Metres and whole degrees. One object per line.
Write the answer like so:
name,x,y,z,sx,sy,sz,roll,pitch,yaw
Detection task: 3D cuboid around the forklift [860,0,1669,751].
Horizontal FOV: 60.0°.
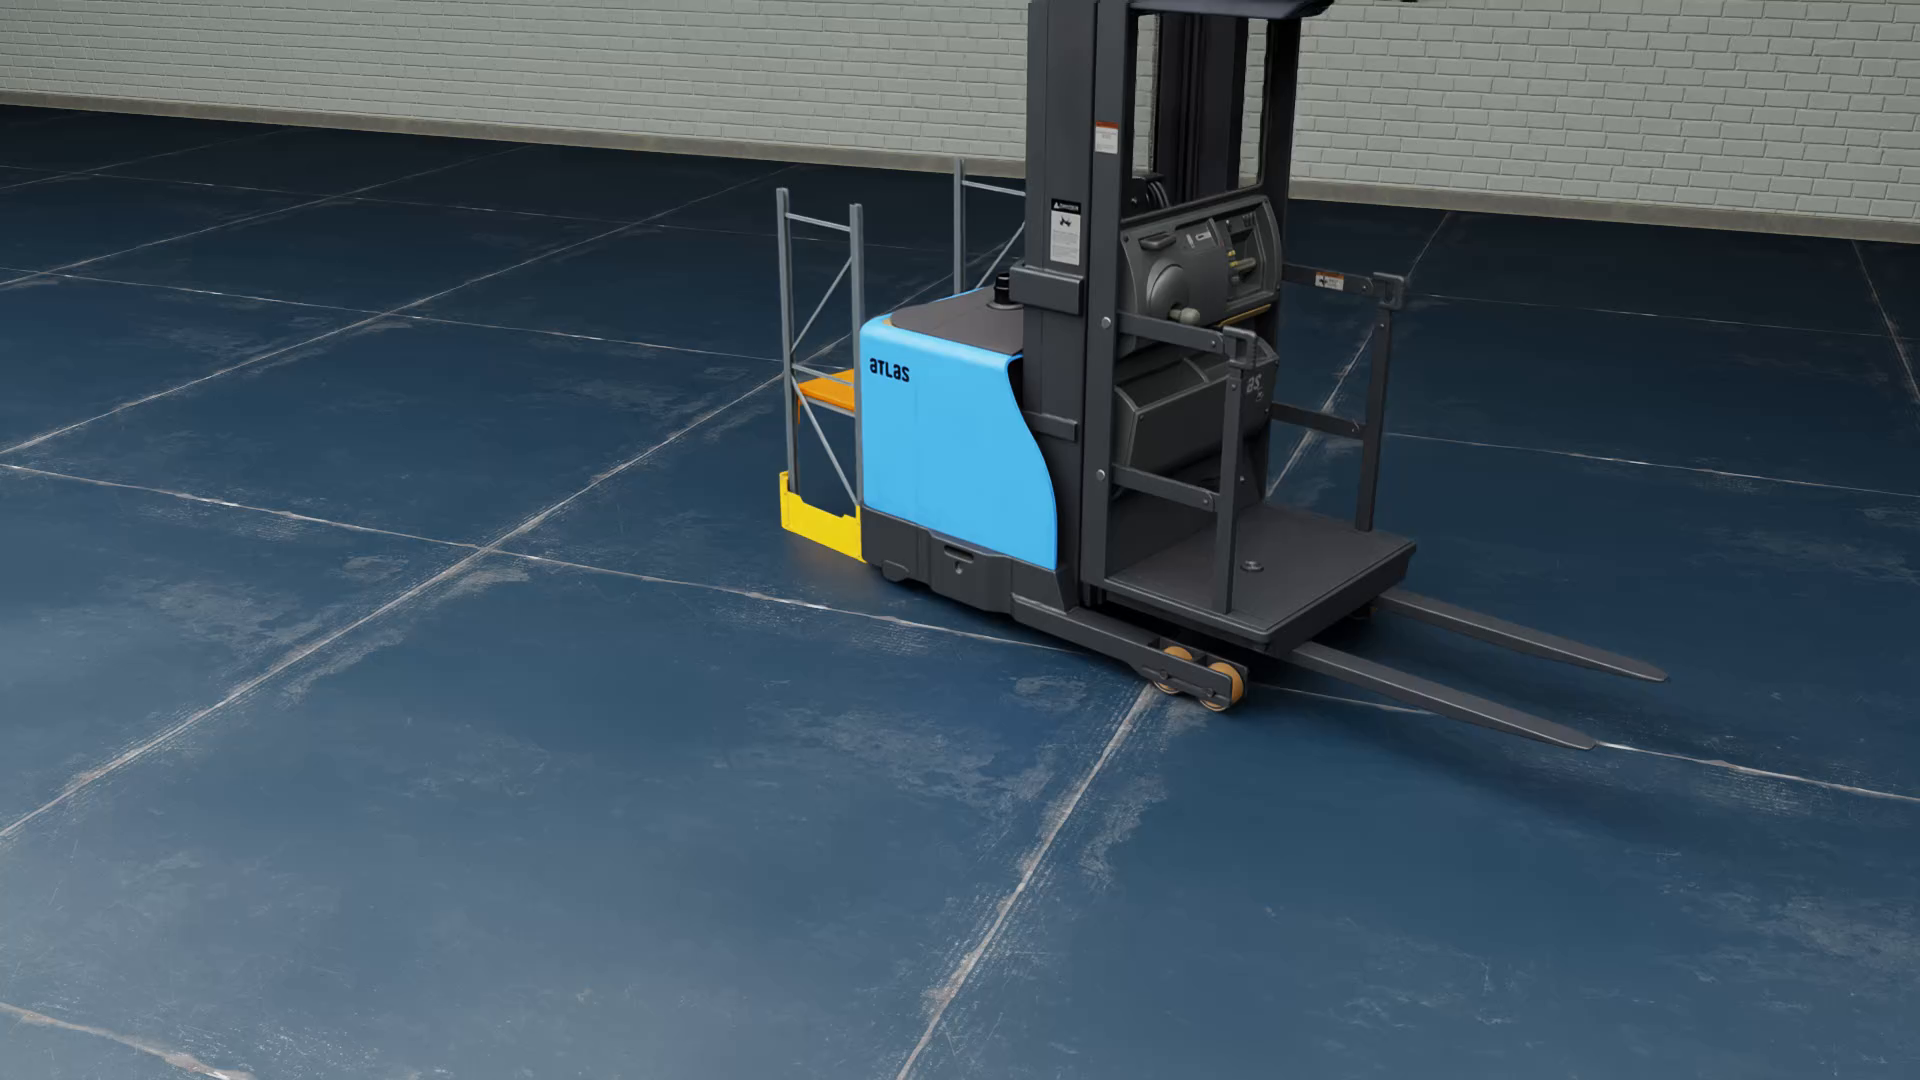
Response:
forklift,1.028,-0.983,5.800,3.031,2.935,1.130,19,29,38

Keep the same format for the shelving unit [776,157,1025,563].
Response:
shelving unit,-0.211,-0.817,7.259,1.083,1.500,0.587,-21,30,-40

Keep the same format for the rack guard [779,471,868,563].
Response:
rack guard,-0.565,-0.105,7.177,0.087,0.250,0.587,-21,30,-40

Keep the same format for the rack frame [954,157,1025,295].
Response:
rack frame,0.158,-0.957,7.594,0.032,1.500,0.500,-21,30,-40

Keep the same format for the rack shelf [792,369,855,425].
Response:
rack shelf,-0.204,-0.653,7.334,1.000,0.185,0.538,-21,30,-40

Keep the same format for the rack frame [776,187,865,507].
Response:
rack frame,-0.566,-0.682,6.936,0.032,1.500,0.500,-21,30,-40
